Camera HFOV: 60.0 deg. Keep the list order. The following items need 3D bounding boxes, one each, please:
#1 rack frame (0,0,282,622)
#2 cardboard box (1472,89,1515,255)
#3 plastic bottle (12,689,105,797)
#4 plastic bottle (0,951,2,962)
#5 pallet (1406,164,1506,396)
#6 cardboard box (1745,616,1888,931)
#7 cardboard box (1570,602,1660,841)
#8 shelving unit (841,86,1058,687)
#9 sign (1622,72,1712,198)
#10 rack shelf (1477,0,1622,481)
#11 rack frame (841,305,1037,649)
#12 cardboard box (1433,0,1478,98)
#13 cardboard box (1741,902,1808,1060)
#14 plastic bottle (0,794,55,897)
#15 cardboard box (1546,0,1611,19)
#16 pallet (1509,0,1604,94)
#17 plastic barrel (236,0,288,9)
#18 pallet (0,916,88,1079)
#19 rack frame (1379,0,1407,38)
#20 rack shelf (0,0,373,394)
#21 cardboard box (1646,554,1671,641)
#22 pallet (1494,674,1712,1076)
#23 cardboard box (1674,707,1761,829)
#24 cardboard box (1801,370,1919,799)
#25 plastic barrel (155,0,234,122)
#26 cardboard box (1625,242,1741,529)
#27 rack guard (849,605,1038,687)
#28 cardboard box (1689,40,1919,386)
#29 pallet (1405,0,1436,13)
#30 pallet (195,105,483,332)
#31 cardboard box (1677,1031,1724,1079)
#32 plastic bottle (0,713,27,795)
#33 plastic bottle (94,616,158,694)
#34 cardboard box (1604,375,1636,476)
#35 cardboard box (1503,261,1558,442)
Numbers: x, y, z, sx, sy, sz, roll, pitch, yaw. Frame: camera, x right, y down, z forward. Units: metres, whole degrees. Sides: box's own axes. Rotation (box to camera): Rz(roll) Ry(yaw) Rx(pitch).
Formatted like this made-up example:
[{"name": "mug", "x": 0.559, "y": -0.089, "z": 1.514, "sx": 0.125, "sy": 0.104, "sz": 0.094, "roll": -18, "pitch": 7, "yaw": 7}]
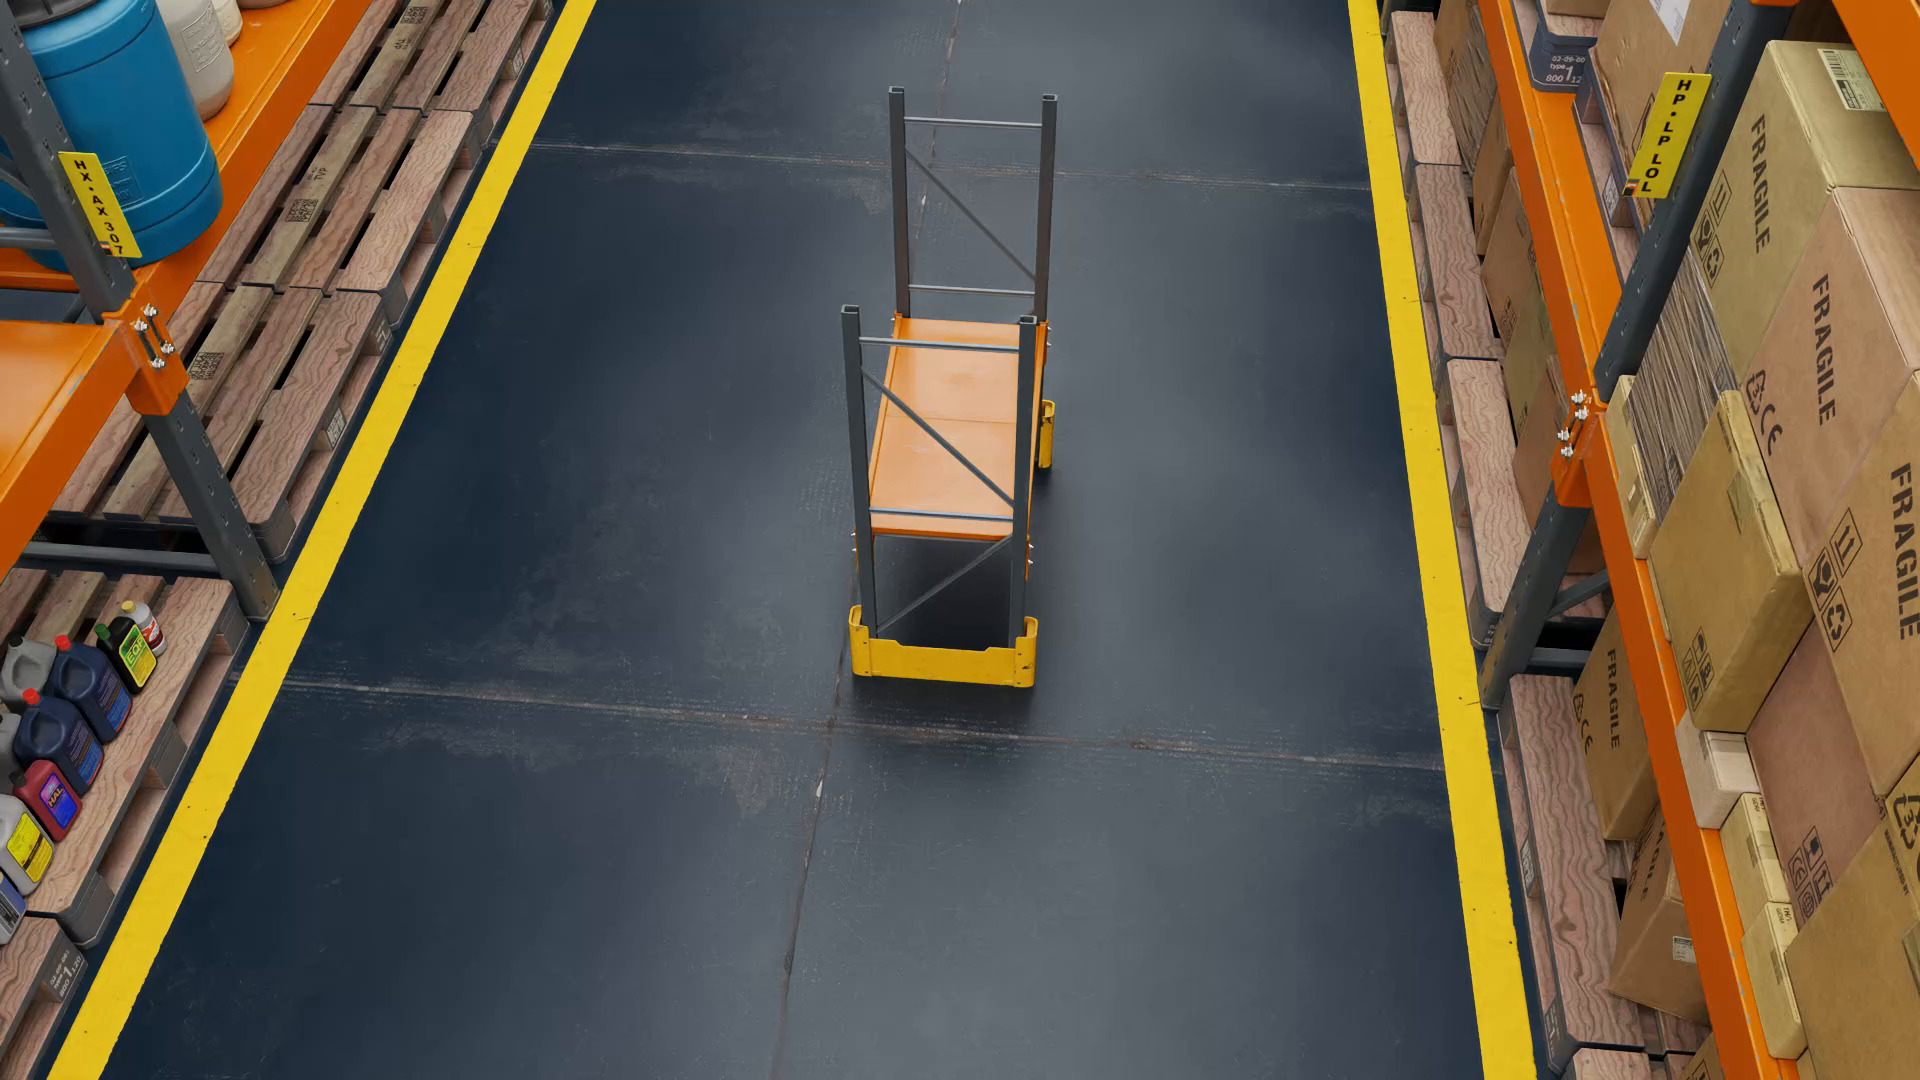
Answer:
[{"name": "rack frame", "x": -2.781, "y": -0.820, "z": 4.467, "sx": 1.000, "sy": 3.000, "sz": 0.127, "roll": 4, "pitch": 48, "yaw": 4}, {"name": "cardboard box", "x": 2.392, "y": -1.412, "z": 6.404, "sx": 0.700, "sy": 0.500, "sz": 0.500, "roll": 7, "pitch": 48, "yaw": 7}, {"name": "plastic bottle", "x": -2.570, "y": 0.559, "z": 4.703, "sx": 0.144, "sy": 0.351, "sz": 0.185, "roll": 2, "pitch": 48, "yaw": 2}, {"name": "plastic bottle", "x": -2.602, "y": 1.055, "z": 4.351, "sx": 0.097, "sy": 0.201, "sz": 0.097, "roll": 0, "pitch": 48, "yaw": 0}, {"name": "pallet", "x": 2.330, "y": -1.017, "z": 6.537, "sx": 1.003, "sy": 0.211, "sz": 1.213, "roll": 4, "pitch": 48, "yaw": 4}, {"name": "cardboard box", "x": 2.023, "y": 0.445, "z": 3.041, "sx": 0.875, "sy": 0.500, "sz": 0.500, "roll": 4, "pitch": 48, "yaw": 4}, {"name": "cardboard box", "x": 2.075, "y": 0.506, "z": 4.663, "sx": 0.500, "sy": 0.500, "sz": 0.500, "roll": 3, "pitch": 48, "yaw": 2}, {"name": "shelving unit", "x": -0.007, "y": -0.450, "z": 5.145, "sx": 0.587, "sy": 1.500, "sz": 1.083, "roll": 4, "pitch": 48, "yaw": 4}, {"name": "sign", "x": 1.599, "y": -0.912, "z": 3.767, "sx": 0.100, "sy": 0.325, "sz": 0.005, "roll": 4, "pitch": 48, "yaw": 4}, {"name": "rack shelf", "x": 2.334, "y": -1.714, "z": 5.772, "sx": 1.077, "sy": 0.370, "sz": 4.000, "roll": 4, "pitch": 48, "yaw": 4}, {"name": "rack frame", "x": -0.054, "y": -0.070, "z": 4.798, "sx": 0.500, "sy": 1.500, "sz": 0.032, "roll": 4, "pitch": 48, "yaw": 4}, {"name": "cardboard box", "x": 2.475, "y": -2.237, "z": 7.159, "sx": 0.700, "sy": 0.500, "sz": 0.500, "roll": 2, "pitch": 48, "yaw": 1}, {"name": "cardboard box", "x": 1.709, "y": 0.839, "z": 3.120, "sx": 0.380, "sy": 0.149, "sz": 0.250, "roll": 4, "pitch": 48, "yaw": 4}, {"name": "plastic bottle", "x": -2.599, "y": 0.797, "z": 4.486, "sx": 0.144, "sy": 0.351, "sz": 0.185, "roll": 4, "pitch": 48, "yaw": 3}, {"name": "cardboard box", "x": 2.218, "y": -1.943, "z": 5.140, "sx": 0.797, "sy": 0.503, "sz": 0.637, "roll": 8, "pitch": 48, "yaw": 8}, {"name": "pallet", "x": 2.377, "y": -1.904, "z": 5.589, "sx": 1.003, "sy": 0.211, "sz": 1.213, "roll": 4, "pitch": 48, "yaw": 4}, {"name": "plastic barrel", "x": -2.408, "y": -2.093, "z": 5.540, "sx": 0.433, "sy": 0.535, "sz": 0.433, "roll": 0, "pitch": 48, "yaw": 0}, {"name": "pallet", "x": -2.992, "y": 1.511, "z": 4.225, "sx": 1.003, "sy": 0.211, "sz": 1.213, "roll": 4, "pitch": 48, "yaw": 4}, {"name": "rack frame", "x": 2.516, "y": -3.426, "z": 6.851, "sx": 1.000, "sy": 3.000, "sz": 0.127, "roll": 4, "pitch": 48, "yaw": 4}, {"name": "rack shelf", "x": -2.598, "y": -2.047, "z": 6.077, "sx": 1.077, "sy": 0.370, "sz": 4.000, "roll": 4, "pitch": 48, "yaw": 4}, {"name": "cardboard box", "x": 1.802, "y": 0.104, "z": 3.792, "sx": 0.380, "sy": 0.149, "sz": 0.250, "roll": 4, "pitch": 48, "yaw": 4}, {"name": "pallet", "x": 2.126, "y": 0.950, "z": 4.738, "sx": 1.003, "sy": 0.211, "sz": 1.213, "roll": 4, "pitch": 48, "yaw": 4}, {"name": "cardboard box", "x": 1.724, "y": 0.469, "z": 3.458, "sx": 0.380, "sy": 0.149, "sz": 0.250, "roll": 4, "pitch": 48, "yaw": 4}, {"name": "cardboard box", "x": 1.767, "y": 0.090, "z": 2.688, "sx": 0.500, "sy": 0.500, "sz": 0.500, "roll": 4, "pitch": 48, "yaw": 4}, {"name": "plastic barrel", "x": -2.475, "y": -1.554, "z": 5.046, "sx": 0.433, "sy": 0.535, "sz": 0.433, "roll": 0, "pitch": 48, "yaw": 0}, {"name": "cardboard box", "x": 2.049, "y": -0.294, "z": 3.717, "sx": 0.875, "sy": 0.500, "sz": 0.500, "roll": 4, "pitch": 48, "yaw": 4}, {"name": "rack guard", "x": -0.052, "y": 0.338, "z": 5.272, "sx": 0.587, "sy": 0.250, "sz": 0.087, "roll": 4, "pitch": 48, "yaw": 4}, {"name": "cardboard box", "x": 1.857, "y": -0.645, "z": 3.360, "sx": 0.500, "sy": 0.500, "sz": 0.500, "roll": 4, "pitch": 48, "yaw": 4}, {"name": "pallet", "x": 2.663, "y": -3.059, "z": 8.405, "sx": 1.003, "sy": 0.211, "sz": 1.213, "roll": 4, "pitch": 48, "yaw": 4}, {"name": "pallet", "x": -2.639, "y": -1.357, "z": 6.848, "sx": 1.003, "sy": 0.211, "sz": 1.213, "roll": 4, "pitch": 48, "yaw": 4}, {"name": "cardboard box", "x": 2.052, "y": 1.389, "z": 3.856, "sx": 0.500, "sy": 0.500, "sz": 0.500, "roll": 0, "pitch": 48, "yaw": 0}, {"name": "plastic bottle", "x": -2.720, "y": 0.593, "z": 4.722, "sx": 0.152, "sy": 0.276, "sz": 0.135, "roll": 4, "pitch": 48, "yaw": 4}, {"name": "plastic bottle", "x": -2.496, "y": 0.324, "z": 4.963, "sx": 0.061, "sy": 0.283, "sz": 0.133, "roll": 6, "pitch": 48, "yaw": 5}, {"name": "cardboard box", "x": 1.833, "y": -0.264, "z": 4.129, "sx": 0.380, "sy": 0.149, "sz": 0.250, "roll": 4, "pitch": 48, "yaw": 4}, {"name": "cardboard box", "x": 2.291, "y": -0.591, "z": 5.653, "sx": 0.700, "sy": 0.500, "sz": 0.500, "roll": 4, "pitch": 48, "yaw": 3}]
